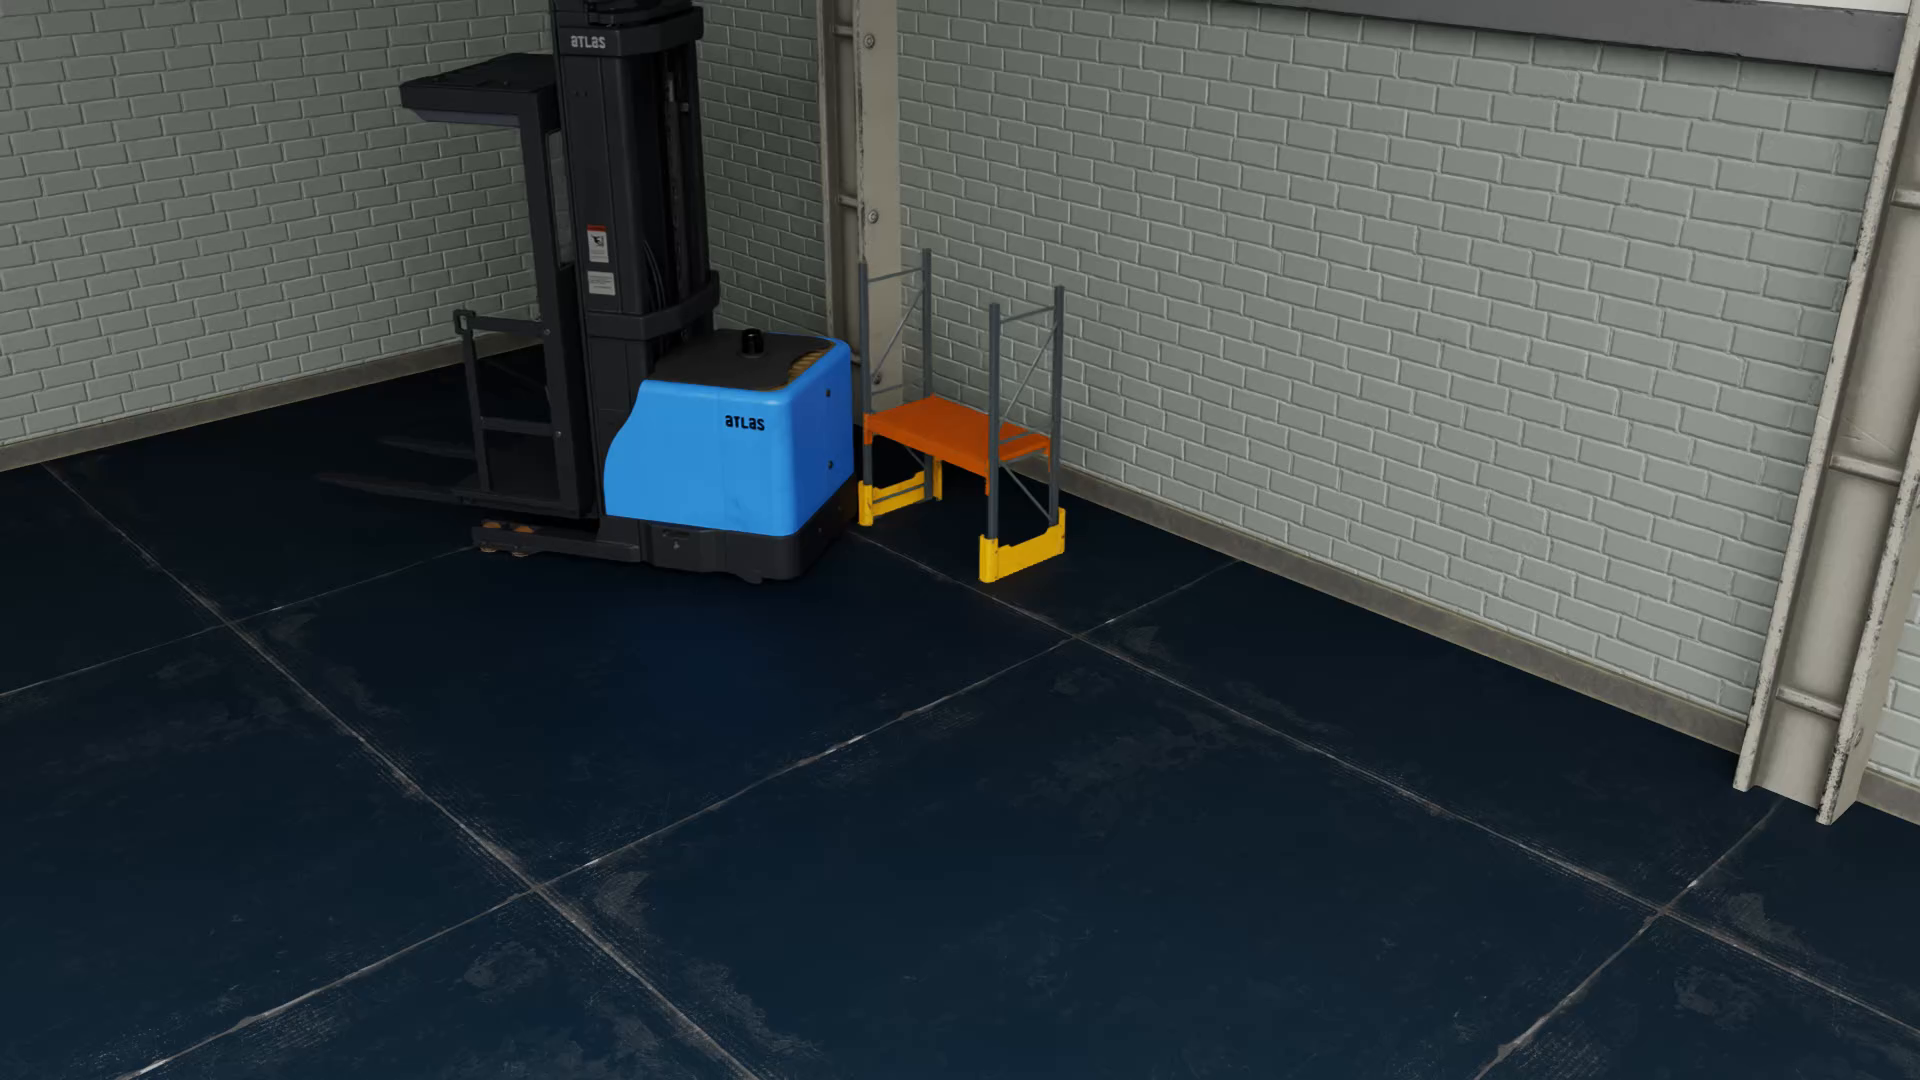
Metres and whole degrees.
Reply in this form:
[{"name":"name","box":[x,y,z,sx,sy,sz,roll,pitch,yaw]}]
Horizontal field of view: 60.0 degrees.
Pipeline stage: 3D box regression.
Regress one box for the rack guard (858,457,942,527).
[{"name":"rack guard","box":[-0.339,-0.281,9.565,0.587,0.250,0.087,-21,32,-38]}]

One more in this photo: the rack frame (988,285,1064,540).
[{"name":"rack frame","box":[0.339,-0.546,8.640,0.500,1.500,0.032,-21,32,-38]}]

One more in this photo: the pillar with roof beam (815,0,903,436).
[{"name":"pillar with roof beam","box":[-3.756,-3.639,6.385,9.100,9.000,0.400,-21,32,-38]}]

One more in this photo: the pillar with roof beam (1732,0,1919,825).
[{"name":"pillar with roof beam","box":[0.345,-1.821,2.400,9.100,9.000,0.400,-21,32,-38]}]

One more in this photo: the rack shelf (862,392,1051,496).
[{"name":"rack shelf","box":[-0.007,-0.537,9.054,0.538,0.185,1.000,-21,32,-38]}]

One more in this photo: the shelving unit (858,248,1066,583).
[{"name":"shelving unit","box":[-0.001,-0.698,8.973,0.587,1.500,1.083,-21,32,-38]}]

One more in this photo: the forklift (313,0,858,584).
[{"name":"forklift","box":[-2.155,-1.441,8.877,3.031,2.935,1.130,7,25,15]}]

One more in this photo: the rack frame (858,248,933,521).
[{"name":"rack frame","box":[-0.352,-0.855,9.318,0.500,1.500,0.032,-21,32,-38]}]

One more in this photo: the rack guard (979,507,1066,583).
[{"name":"rack guard","box":[0.338,0.022,8.900,0.587,0.250,0.087,-21,32,-38]}]
